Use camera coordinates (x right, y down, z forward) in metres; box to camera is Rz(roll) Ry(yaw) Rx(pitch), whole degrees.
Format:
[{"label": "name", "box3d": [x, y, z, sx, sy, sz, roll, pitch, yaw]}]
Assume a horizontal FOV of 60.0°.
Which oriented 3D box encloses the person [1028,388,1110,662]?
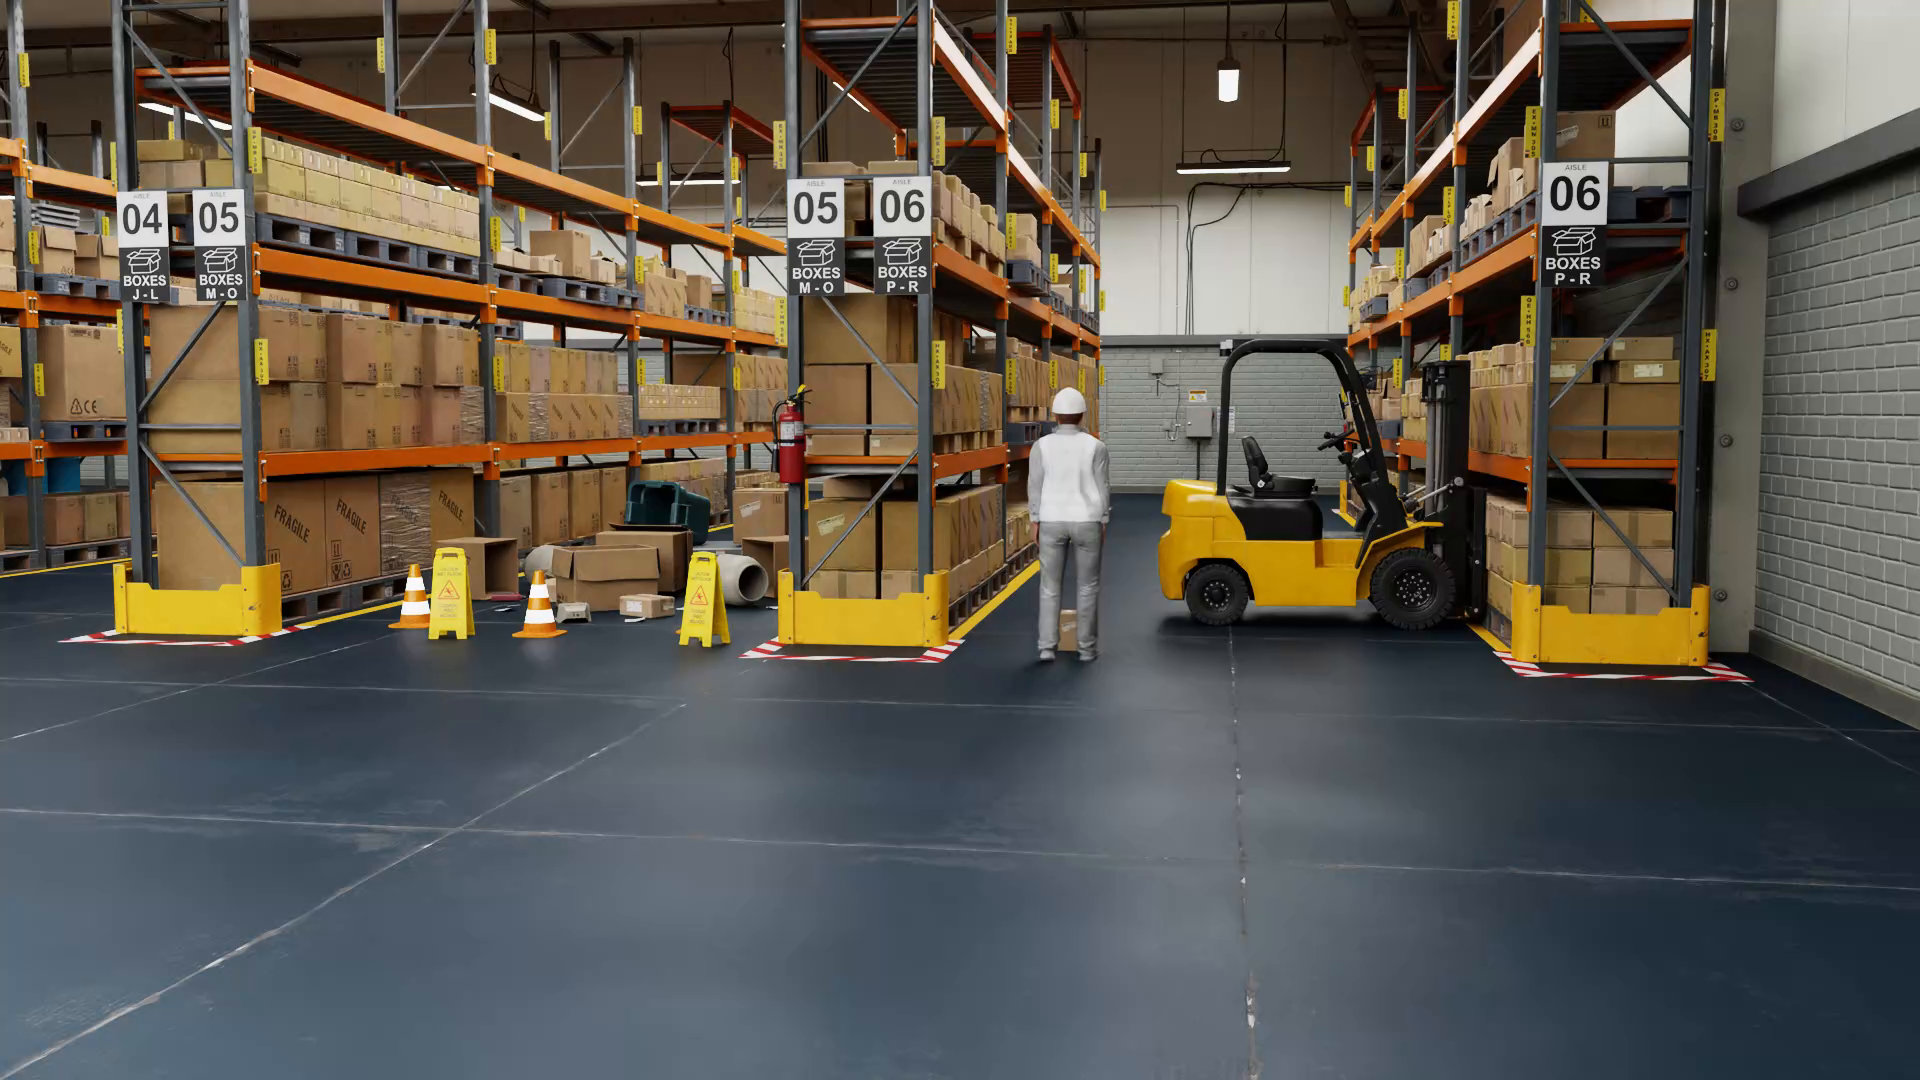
[{"label": "person", "box3d": [0.708, -0.069, 10.819, 0.534, 1.838, 0.374, 1, 4, 10]}]
